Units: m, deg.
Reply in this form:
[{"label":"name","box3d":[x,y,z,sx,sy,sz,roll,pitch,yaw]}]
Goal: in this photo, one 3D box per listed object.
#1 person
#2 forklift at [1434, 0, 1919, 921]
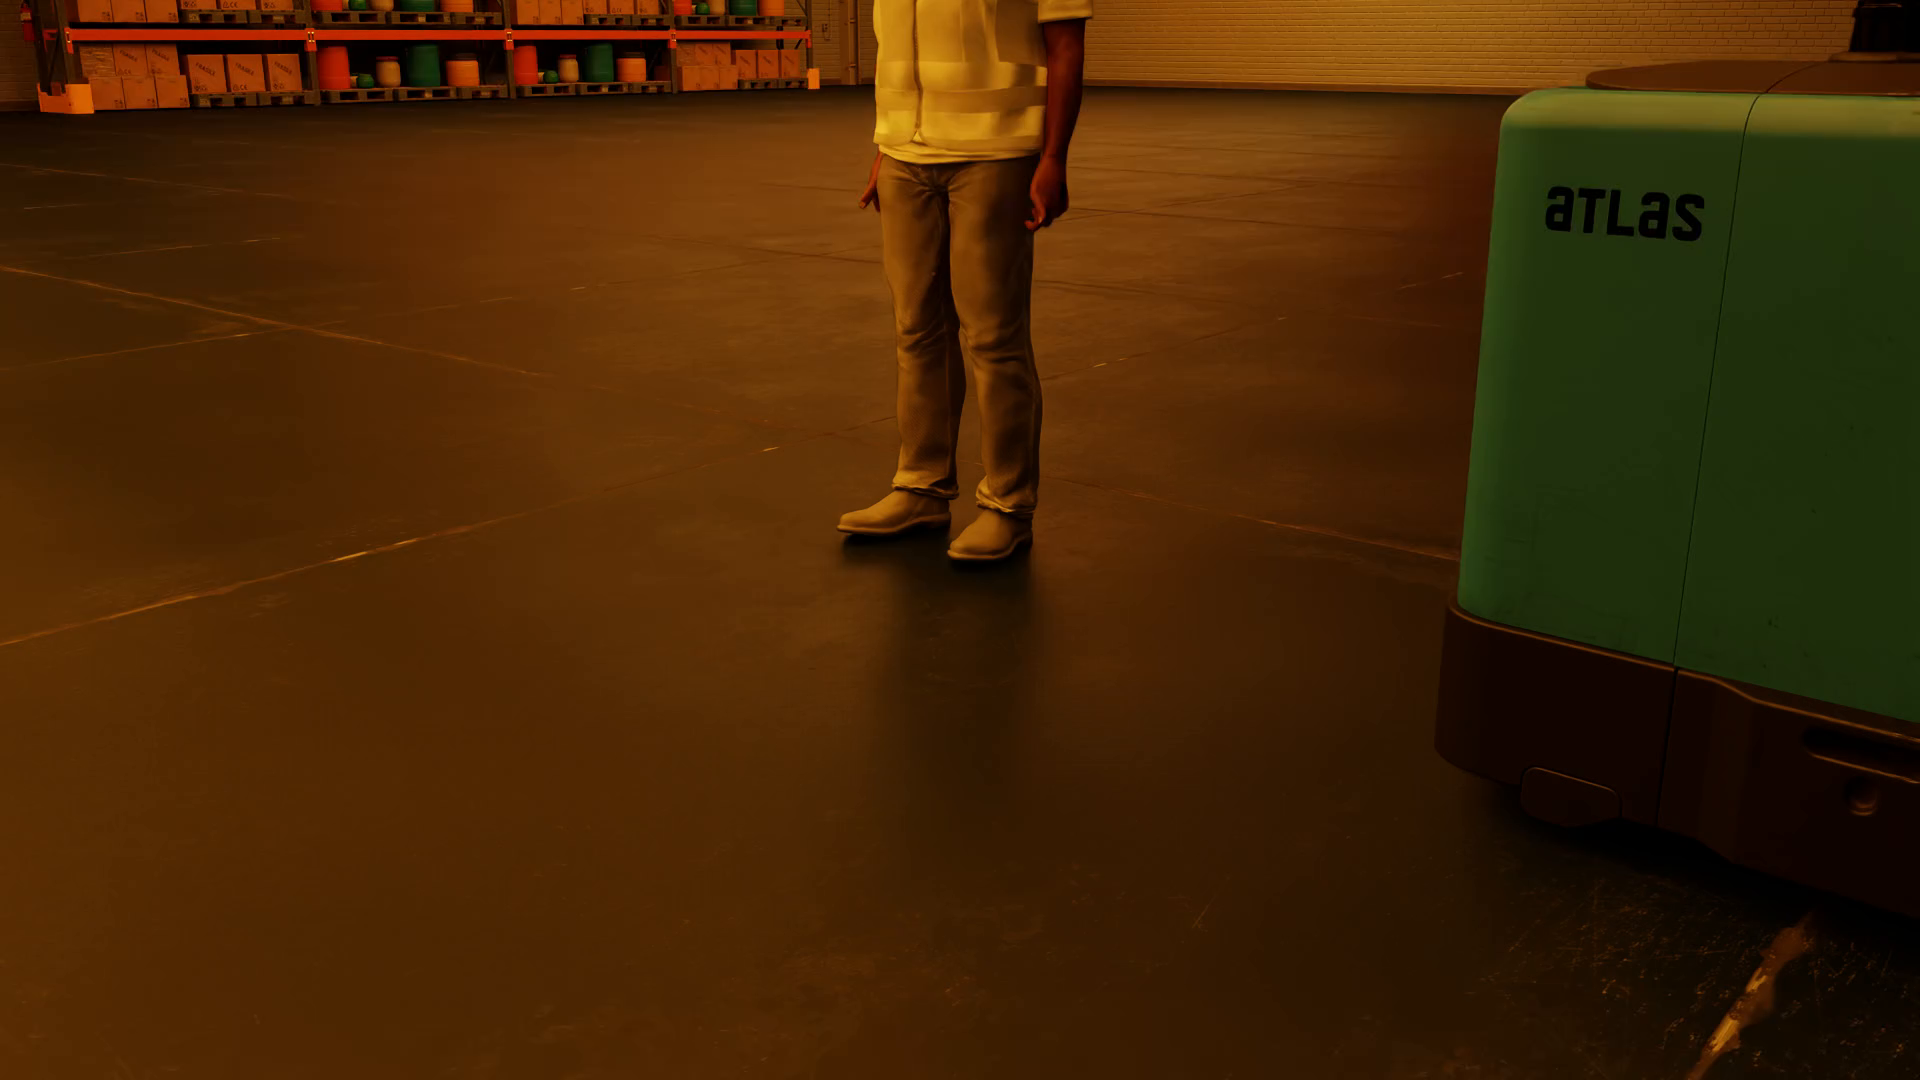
[{"label":"person","box3d":[0.003,-0.844,3.685,0.556,1.770,0.395,13,21,37]},{"label":"forklift","box3d":[2.178,-0.819,1.593,3.031,2.935,1.130,15,22,40]}]
